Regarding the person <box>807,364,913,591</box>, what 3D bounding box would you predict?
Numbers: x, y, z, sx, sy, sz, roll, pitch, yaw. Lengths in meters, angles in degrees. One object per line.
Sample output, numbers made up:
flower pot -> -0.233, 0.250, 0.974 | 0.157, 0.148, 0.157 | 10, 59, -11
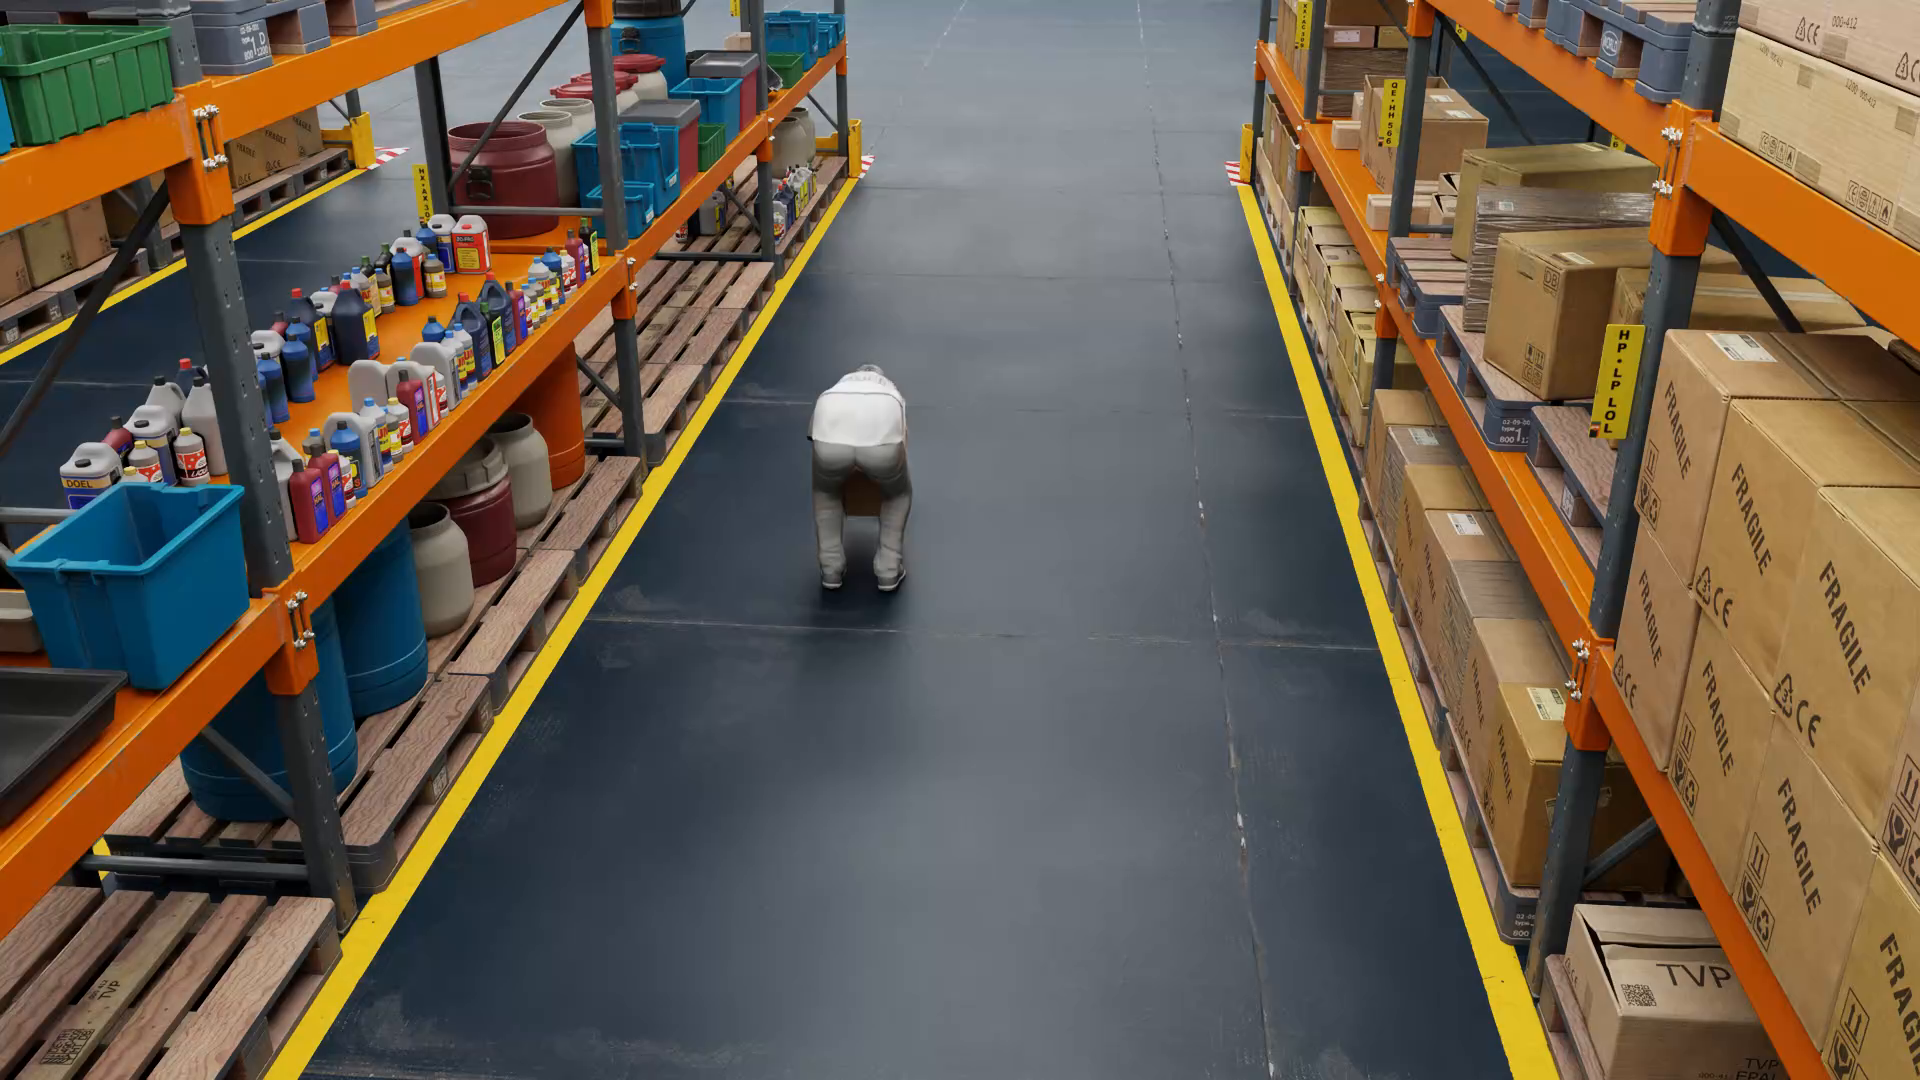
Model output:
person -> -0.471, -0.343, 8.119 | 0.492, 1.025, 0.951 | 1, 25, 2
